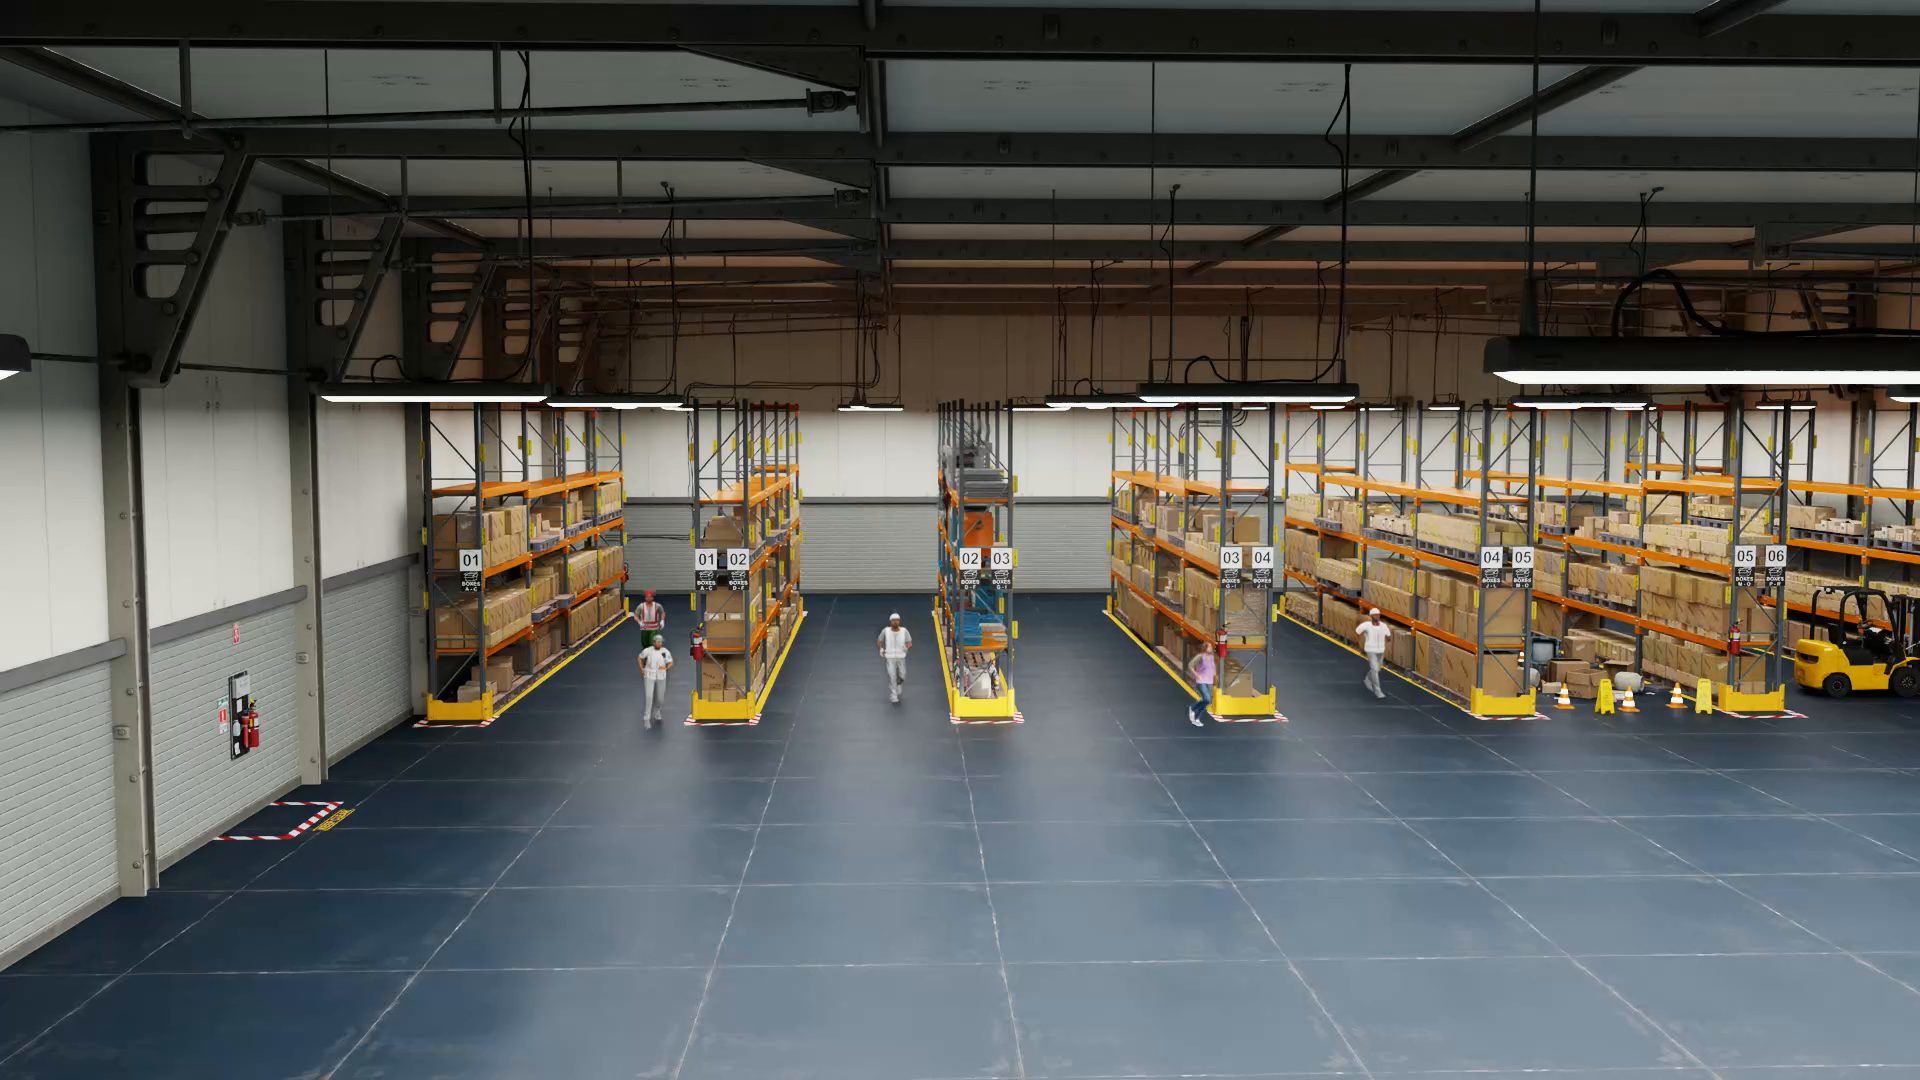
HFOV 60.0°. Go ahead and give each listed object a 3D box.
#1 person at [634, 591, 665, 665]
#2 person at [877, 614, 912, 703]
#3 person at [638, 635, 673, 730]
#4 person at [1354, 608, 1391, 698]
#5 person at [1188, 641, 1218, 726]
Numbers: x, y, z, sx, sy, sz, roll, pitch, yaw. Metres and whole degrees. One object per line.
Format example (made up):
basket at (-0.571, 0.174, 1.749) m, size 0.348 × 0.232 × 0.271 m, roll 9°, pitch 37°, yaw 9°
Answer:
person at (-6.933, 2.014, 37.180) m, size 0.685 × 1.790 × 0.833 m, roll -1°, pitch 4°, yaw -10°
person at (-1.300, 2.338, 33.119) m, size 0.694 × 1.748 × 0.804 m, roll -1°, pitch 4°, yaw -8°
person at (-5.589, 2.575, 30.639) m, size 0.629 × 1.668 × 0.912 m, roll -2°, pitch 5°, yaw -22°
person at (8.404, 2.255, 33.684) m, size 0.700 × 1.754 × 0.989 m, roll -1°, pitch 5°, yaw -17°
person at (4.502, 2.641, 30.506) m, size 0.546 × 1.541 × 0.530 m, roll -3°, pitch 5°, yaw -38°
